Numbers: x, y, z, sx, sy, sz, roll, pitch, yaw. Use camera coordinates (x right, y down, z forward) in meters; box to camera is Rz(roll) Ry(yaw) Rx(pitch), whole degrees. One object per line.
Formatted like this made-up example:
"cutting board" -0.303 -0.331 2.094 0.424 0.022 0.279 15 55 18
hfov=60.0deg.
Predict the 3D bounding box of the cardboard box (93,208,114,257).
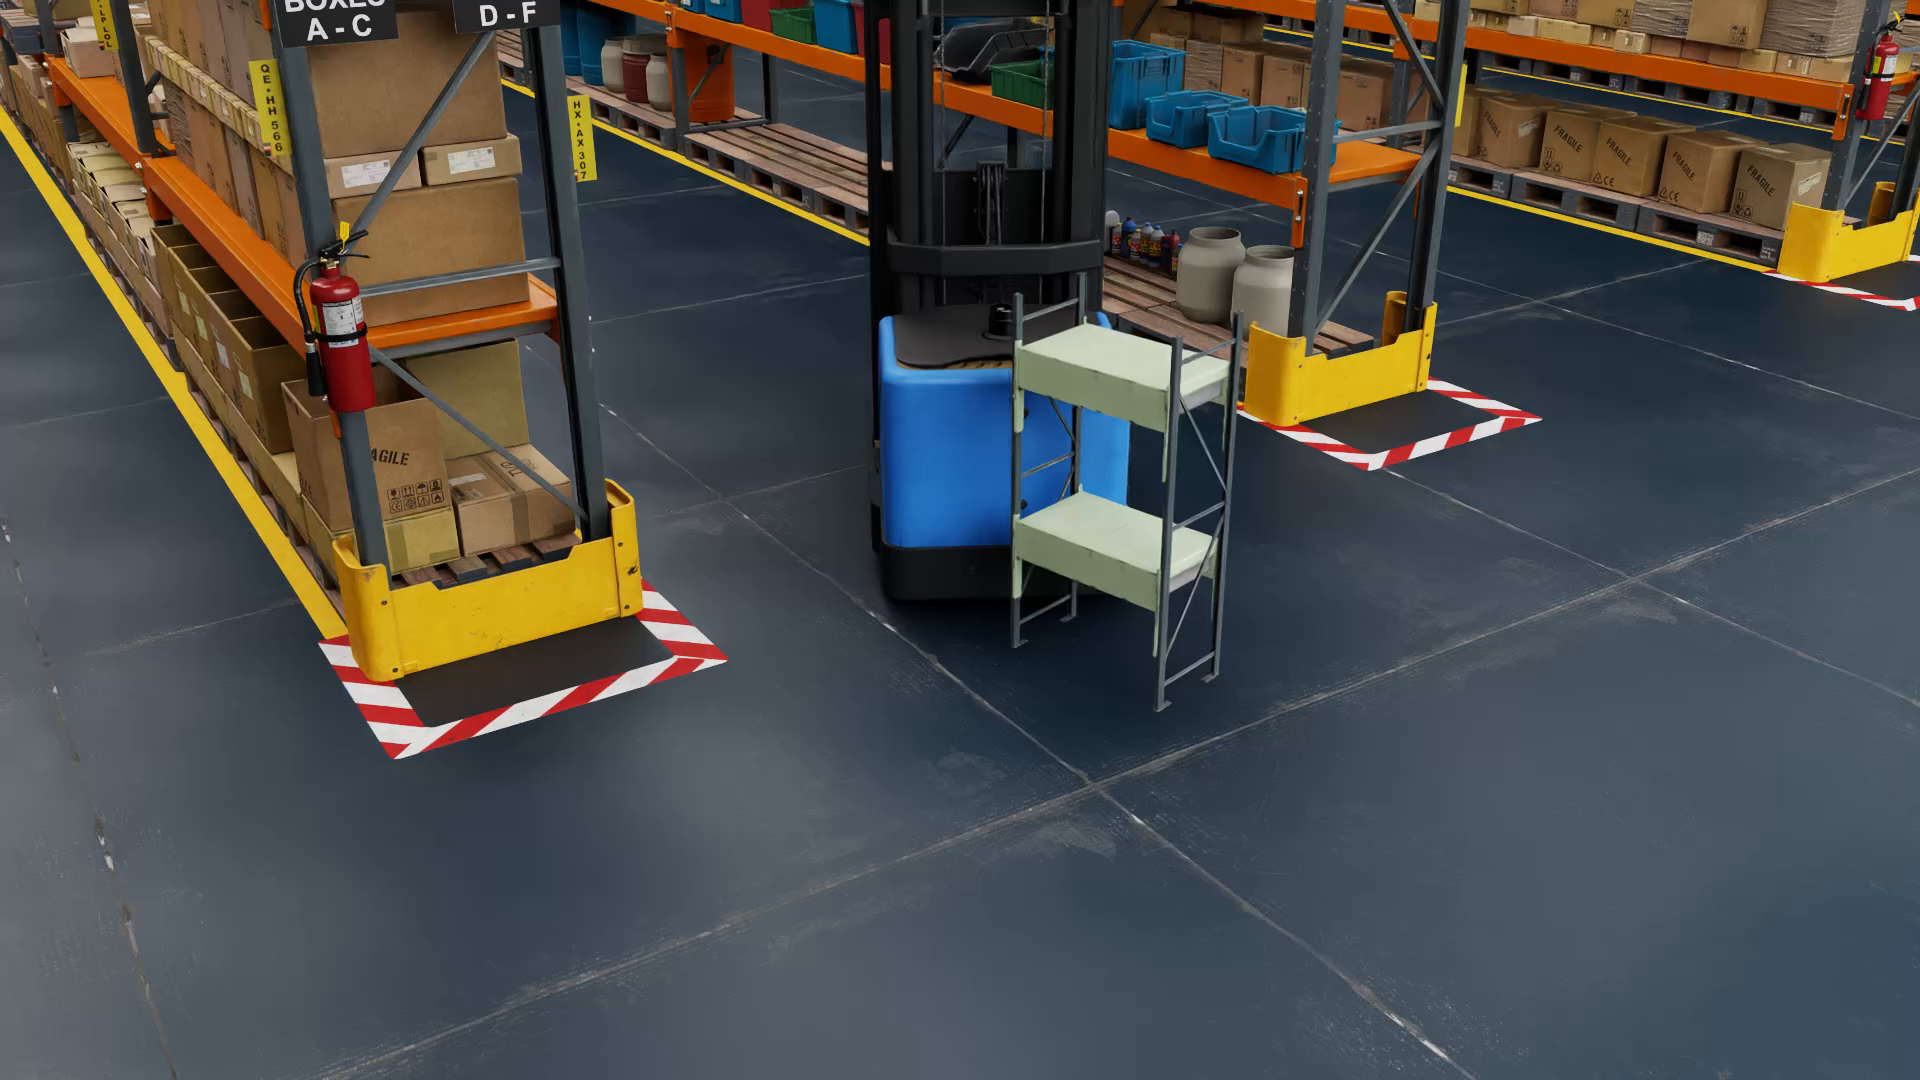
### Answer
"cardboard box" -5.693 -2.179 11.581 0.500 0.250 0.500 -16 30 -31

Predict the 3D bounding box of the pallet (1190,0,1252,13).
"pallet" 3.636 -7.681 23.773 1.003 0.211 1.213 -16 29 -30

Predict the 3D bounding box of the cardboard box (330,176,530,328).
"cardboard box" -2.174 -1.206 6.674 0.700 0.500 0.500 -16 29 -30

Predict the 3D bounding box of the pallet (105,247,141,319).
"pallet" -5.218 -1.852 11.425 1.003 0.211 1.213 -16 29 -30

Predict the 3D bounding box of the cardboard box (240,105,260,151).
"cardboard box" -2.861 -1.791 7.152 0.380 0.149 0.250 -15 29 -28

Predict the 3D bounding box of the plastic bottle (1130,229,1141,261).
"plastic bottle" 1.198 -1.992 11.219 0.097 0.201 0.097 0 25 0

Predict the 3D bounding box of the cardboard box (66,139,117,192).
"cardboard box" -6.257 -2.797 12.232 0.500 0.311 0.500 -14 29 -28

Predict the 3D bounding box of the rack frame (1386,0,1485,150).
"rack frame" 4.189 -4.729 14.253 1.000 3.000 0.127 -16 29 -30

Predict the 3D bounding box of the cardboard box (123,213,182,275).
"cardboard box" -4.864 -1.884 10.300 0.500 0.311 0.500 -15 29 -28

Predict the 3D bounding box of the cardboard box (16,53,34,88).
"cardboard box" -7.875 -4.103 14.462 0.500 0.250 0.500 -15 29 -29

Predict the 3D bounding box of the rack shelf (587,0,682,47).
"rack shelf" -3.236 -5.395 16.508 1.077 0.370 4.000 -16 29 -30

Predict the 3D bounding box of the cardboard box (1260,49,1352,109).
"cardboard box" 3.321 -4.397 15.963 0.700 0.500 0.500 -18 31 -34

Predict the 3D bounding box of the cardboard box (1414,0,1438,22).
"cardboard box" 4.054 -4.468 13.995 0.380 0.149 0.250 -16 29 -30

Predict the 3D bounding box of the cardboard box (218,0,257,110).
"cardboard box" -2.770 -2.179 7.214 0.700 0.500 0.500 -15 29 -29

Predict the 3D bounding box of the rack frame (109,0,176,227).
"rack frame" -4.113 -2.421 9.366 1.000 3.000 0.127 -16 29 -30

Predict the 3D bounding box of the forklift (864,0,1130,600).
"forklift" 0.107 -1.662 7.838 1.130 2.935 3.031 -2 25 -3

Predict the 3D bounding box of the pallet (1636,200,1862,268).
"pallet" 5.917 -2.363 12.508 1.003 0.211 1.213 -16 29 -30

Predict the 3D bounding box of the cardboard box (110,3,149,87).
"cardboard box" -5.367 -3.301 11.112 0.500 0.500 0.500 -17 30 -32

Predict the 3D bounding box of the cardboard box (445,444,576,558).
"cardboard box" -2.036 -0.181 7.349 0.500 0.250 0.500 -16 29 -30

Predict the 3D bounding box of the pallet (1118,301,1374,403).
"pallet" 1.703 -1.191 10.025 1.003 0.211 1.213 -16 29 -30

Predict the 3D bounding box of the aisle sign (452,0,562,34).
"aisle sign" -1.637 -2.214 5.882 0.394 0.787 0.004 -16 29 -30

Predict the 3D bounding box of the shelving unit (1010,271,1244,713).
"shelving unit" 0.611 -0.189 6.387 0.755 1.500 0.431 22 33 38

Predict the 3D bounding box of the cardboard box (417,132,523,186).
"cardboard box" -1.963 -1.520 6.579 0.380 0.149 0.250 -16 30 -30

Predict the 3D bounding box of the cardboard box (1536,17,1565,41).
"cardboard box" 4.757 -4.027 13.061 0.380 0.149 0.250 -16 29 -30

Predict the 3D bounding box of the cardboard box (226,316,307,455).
"cardboard box" -3.030 -0.753 7.682 0.500 0.500 0.500 -16 29 -30

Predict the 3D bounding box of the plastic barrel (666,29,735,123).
"plastic barrel" -2.426 -4.385 15.575 0.600 0.830 0.708 -16 29 -30

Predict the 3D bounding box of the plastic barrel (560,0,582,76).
"plastic barrel" -4.045 -5.478 17.807 0.600 0.901 0.708 -16 29 -30

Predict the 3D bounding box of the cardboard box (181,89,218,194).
"cardboard box" -3.572 -2.122 8.615 0.700 0.500 0.500 -16 30 -30

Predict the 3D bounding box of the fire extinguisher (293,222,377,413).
"fire extinguisher" -2.254 -0.805 6.033 0.296 0.674 0.183 -16 29 -30

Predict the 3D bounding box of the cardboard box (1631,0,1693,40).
"cardboard box" 5.485 -4.021 12.288 0.875 0.500 0.500 -16 29 -30

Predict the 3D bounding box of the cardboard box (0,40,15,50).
"cardboard box" -9.510 -5.024 17.287 0.797 0.503 0.637 -16 29 -30

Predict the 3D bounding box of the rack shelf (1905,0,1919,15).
"rack shelf" 9.492 -4.808 15.263 1.077 0.370 4.000 -16 29 -30

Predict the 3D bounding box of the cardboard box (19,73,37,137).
"cardboard box" -8.120 -3.933 14.981 0.500 0.500 0.500 -15 29 -29

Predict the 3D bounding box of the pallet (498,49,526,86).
"pallet" -4.762 -5.429 19.003 1.003 0.211 1.213 -16 29 -30

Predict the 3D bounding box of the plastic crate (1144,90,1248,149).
"plastic crate" 1.349 -2.419 9.536 0.499 0.251 0.408 -16 29 -30

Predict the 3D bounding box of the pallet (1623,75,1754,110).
"pallet" 7.915 -4.846 17.768 1.003 0.211 1.213 -16 29 -30

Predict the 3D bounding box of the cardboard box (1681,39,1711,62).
"cardboard box" 5.503 -3.597 12.151 0.380 0.149 0.250 -16 29 -30

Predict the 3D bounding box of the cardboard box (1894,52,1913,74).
"cardboard box" 6.417 -3.342 11.610 0.380 0.149 0.250 -16 29 -30

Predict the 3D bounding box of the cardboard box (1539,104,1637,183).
"cardboard box" 5.097 -3.229 13.513 0.500 0.500 0.500 -19 31 -34

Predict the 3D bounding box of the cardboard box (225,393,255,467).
"cardboard box" -3.299 -0.594 8.223 0.500 0.250 0.500 -16 29 -30

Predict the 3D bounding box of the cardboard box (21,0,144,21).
"cardboard box" -6.735 -4.286 12.707 0.500 0.500 0.700 18 31 33

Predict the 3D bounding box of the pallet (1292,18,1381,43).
"pallet" 5.129 -6.734 21.767 1.003 0.211 1.213 -16 29 -30

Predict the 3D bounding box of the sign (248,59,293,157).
"sign" -2.392 -1.500 5.780 0.100 0.325 0.005 -16 29 -30

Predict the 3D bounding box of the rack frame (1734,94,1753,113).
"rack frame" 8.400 -5.848 16.625 1.000 3.000 0.127 -16 29 -30

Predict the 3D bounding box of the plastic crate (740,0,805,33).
"plastic crate" -1.519 -4.385 13.450 0.402 0.464 0.583 -16 29 -30

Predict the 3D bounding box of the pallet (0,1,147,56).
"pallet" -6.726 -3.992 12.916 1.213 0.211 1.003 -16 29 -30

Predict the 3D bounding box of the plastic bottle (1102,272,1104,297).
"plastic bottle" 0.853 -1.632 10.456 0.097 0.201 0.097 0 25 0

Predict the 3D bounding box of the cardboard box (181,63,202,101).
"cardboard box" -3.570 -2.254 8.133 0.380 0.149 0.250 -17 30 -31

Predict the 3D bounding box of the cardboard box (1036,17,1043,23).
"cardboard box" 1.166 -5.961 18.860 1.225 0.875 0.875 -15 29 -29
